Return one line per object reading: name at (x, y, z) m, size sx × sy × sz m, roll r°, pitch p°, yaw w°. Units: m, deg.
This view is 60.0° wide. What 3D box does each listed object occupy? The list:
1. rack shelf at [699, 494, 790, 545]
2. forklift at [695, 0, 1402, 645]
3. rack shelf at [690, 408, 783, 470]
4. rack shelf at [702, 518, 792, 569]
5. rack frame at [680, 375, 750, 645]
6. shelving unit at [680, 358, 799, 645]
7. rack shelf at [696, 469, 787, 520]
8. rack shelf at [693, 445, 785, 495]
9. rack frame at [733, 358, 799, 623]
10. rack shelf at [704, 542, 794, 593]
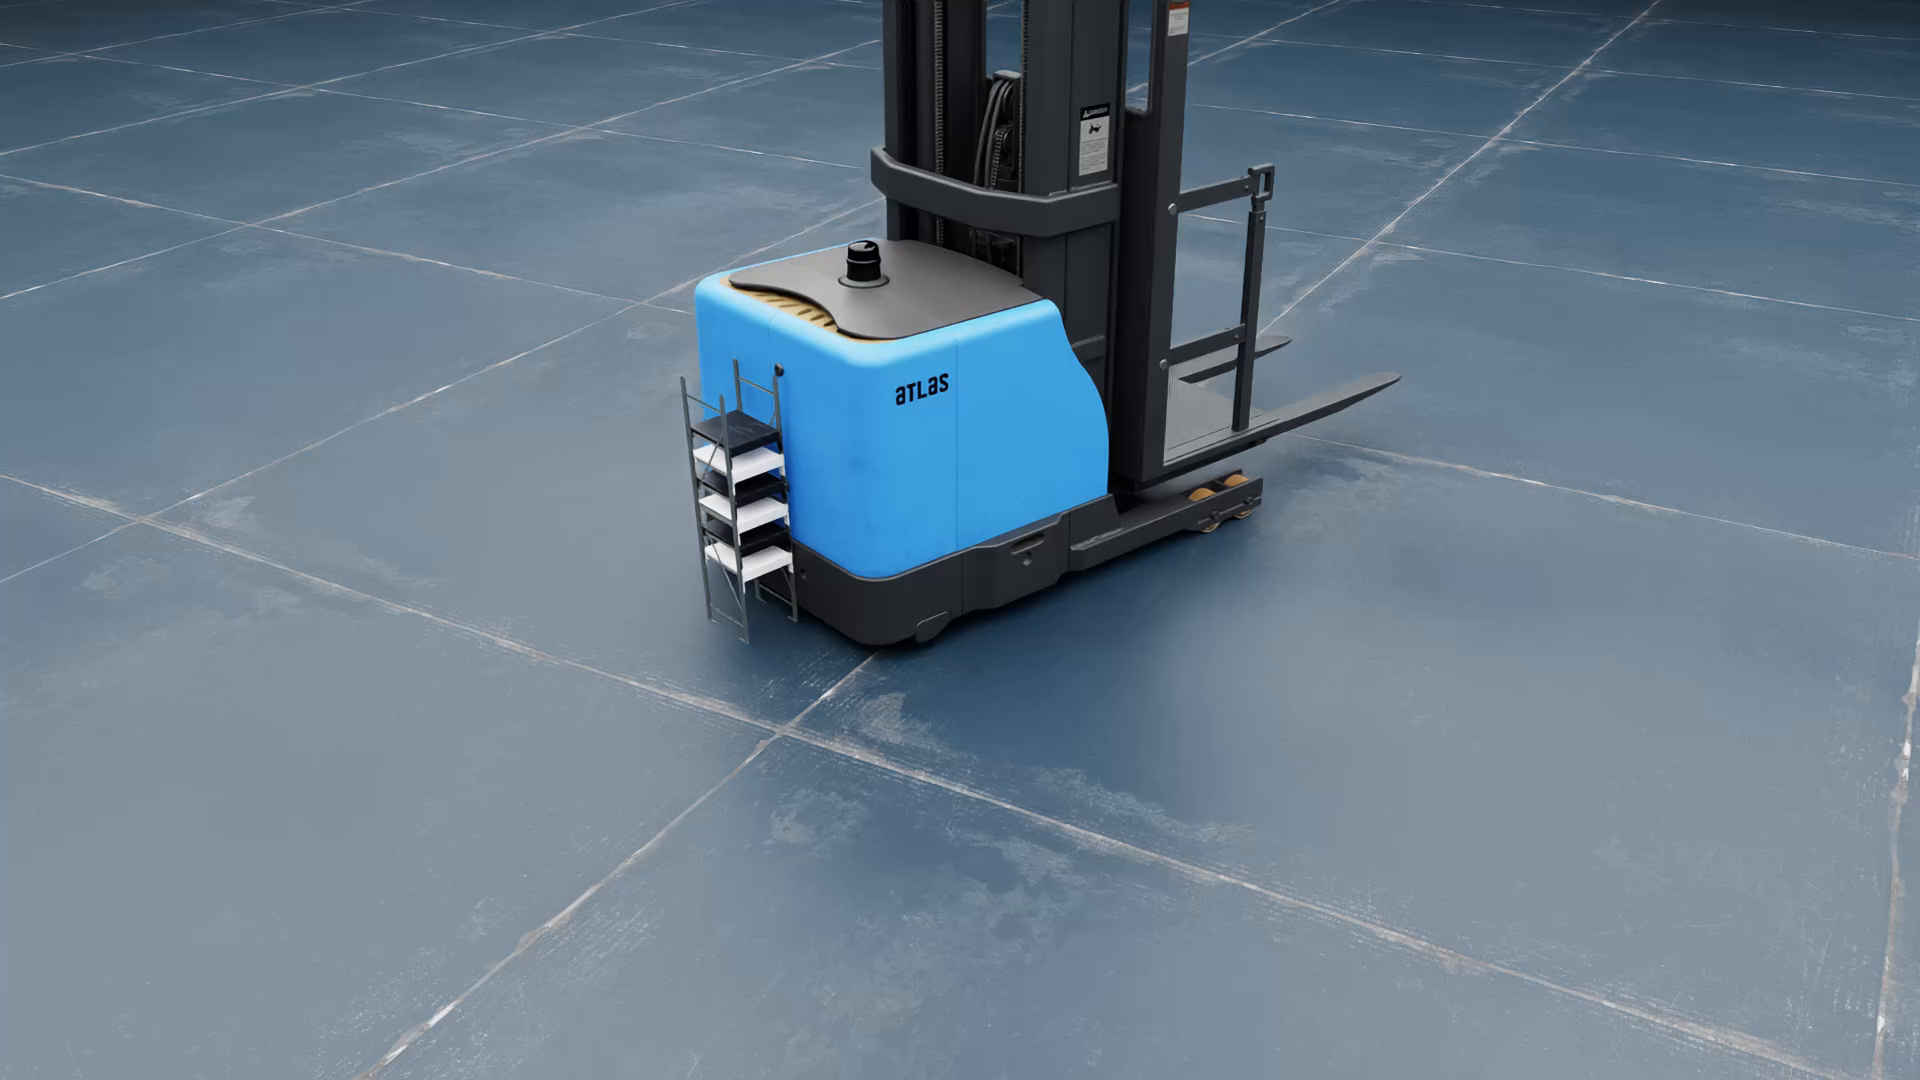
rack shelf at (-0.720, -0.091, 5.493) m, size 0.200 × 0.077 × 0.258 m, roll -24°, pitch 35°, yaw -35°
forklift at (0.538, -1.499, 5.971) m, size 3.031 × 2.935 × 1.130 m, roll -21°, pitch 33°, yaw -35°
rack shelf at (-0.728, -0.330, 5.366) m, size 0.200 × 0.077 × 0.258 m, roll -24°, pitch 35°, yaw -35°
rack shelf at (-0.717, -0.012, 5.535) m, size 0.200 × 0.077 × 0.258 m, roll -24°, pitch 35°, yaw -35°
rack frame at (-0.797, -0.087, 5.419) m, size 0.006 × 0.900 × 0.240 m, roll -24°, pitch 35°, yaw -35°
shelving unit at (-0.721, -0.121, 5.477) m, size 0.210 × 0.900 × 0.258 m, roll -24°, pitch 35°, yaw -35°
rack shelf at (-0.722, -0.171, 5.451) m, size 0.200 × 0.077 × 0.258 m, roll -24°, pitch 35°, yaw -35°
rack shelf at (-0.725, -0.250, 5.409) m, size 0.200 × 0.077 × 0.258 m, roll -24°, pitch 35°, yaw -35°
rack frame at (-0.645, -0.154, 5.536) m, size 0.006 × 0.900 × 0.240 m, roll -24°, pitch 35°, yaw -35°
rack shelf at (-0.715, 0.067, 5.578) m, size 0.200 × 0.077 × 0.258 m, roll -24°, pitch 35°, yaw -35°
